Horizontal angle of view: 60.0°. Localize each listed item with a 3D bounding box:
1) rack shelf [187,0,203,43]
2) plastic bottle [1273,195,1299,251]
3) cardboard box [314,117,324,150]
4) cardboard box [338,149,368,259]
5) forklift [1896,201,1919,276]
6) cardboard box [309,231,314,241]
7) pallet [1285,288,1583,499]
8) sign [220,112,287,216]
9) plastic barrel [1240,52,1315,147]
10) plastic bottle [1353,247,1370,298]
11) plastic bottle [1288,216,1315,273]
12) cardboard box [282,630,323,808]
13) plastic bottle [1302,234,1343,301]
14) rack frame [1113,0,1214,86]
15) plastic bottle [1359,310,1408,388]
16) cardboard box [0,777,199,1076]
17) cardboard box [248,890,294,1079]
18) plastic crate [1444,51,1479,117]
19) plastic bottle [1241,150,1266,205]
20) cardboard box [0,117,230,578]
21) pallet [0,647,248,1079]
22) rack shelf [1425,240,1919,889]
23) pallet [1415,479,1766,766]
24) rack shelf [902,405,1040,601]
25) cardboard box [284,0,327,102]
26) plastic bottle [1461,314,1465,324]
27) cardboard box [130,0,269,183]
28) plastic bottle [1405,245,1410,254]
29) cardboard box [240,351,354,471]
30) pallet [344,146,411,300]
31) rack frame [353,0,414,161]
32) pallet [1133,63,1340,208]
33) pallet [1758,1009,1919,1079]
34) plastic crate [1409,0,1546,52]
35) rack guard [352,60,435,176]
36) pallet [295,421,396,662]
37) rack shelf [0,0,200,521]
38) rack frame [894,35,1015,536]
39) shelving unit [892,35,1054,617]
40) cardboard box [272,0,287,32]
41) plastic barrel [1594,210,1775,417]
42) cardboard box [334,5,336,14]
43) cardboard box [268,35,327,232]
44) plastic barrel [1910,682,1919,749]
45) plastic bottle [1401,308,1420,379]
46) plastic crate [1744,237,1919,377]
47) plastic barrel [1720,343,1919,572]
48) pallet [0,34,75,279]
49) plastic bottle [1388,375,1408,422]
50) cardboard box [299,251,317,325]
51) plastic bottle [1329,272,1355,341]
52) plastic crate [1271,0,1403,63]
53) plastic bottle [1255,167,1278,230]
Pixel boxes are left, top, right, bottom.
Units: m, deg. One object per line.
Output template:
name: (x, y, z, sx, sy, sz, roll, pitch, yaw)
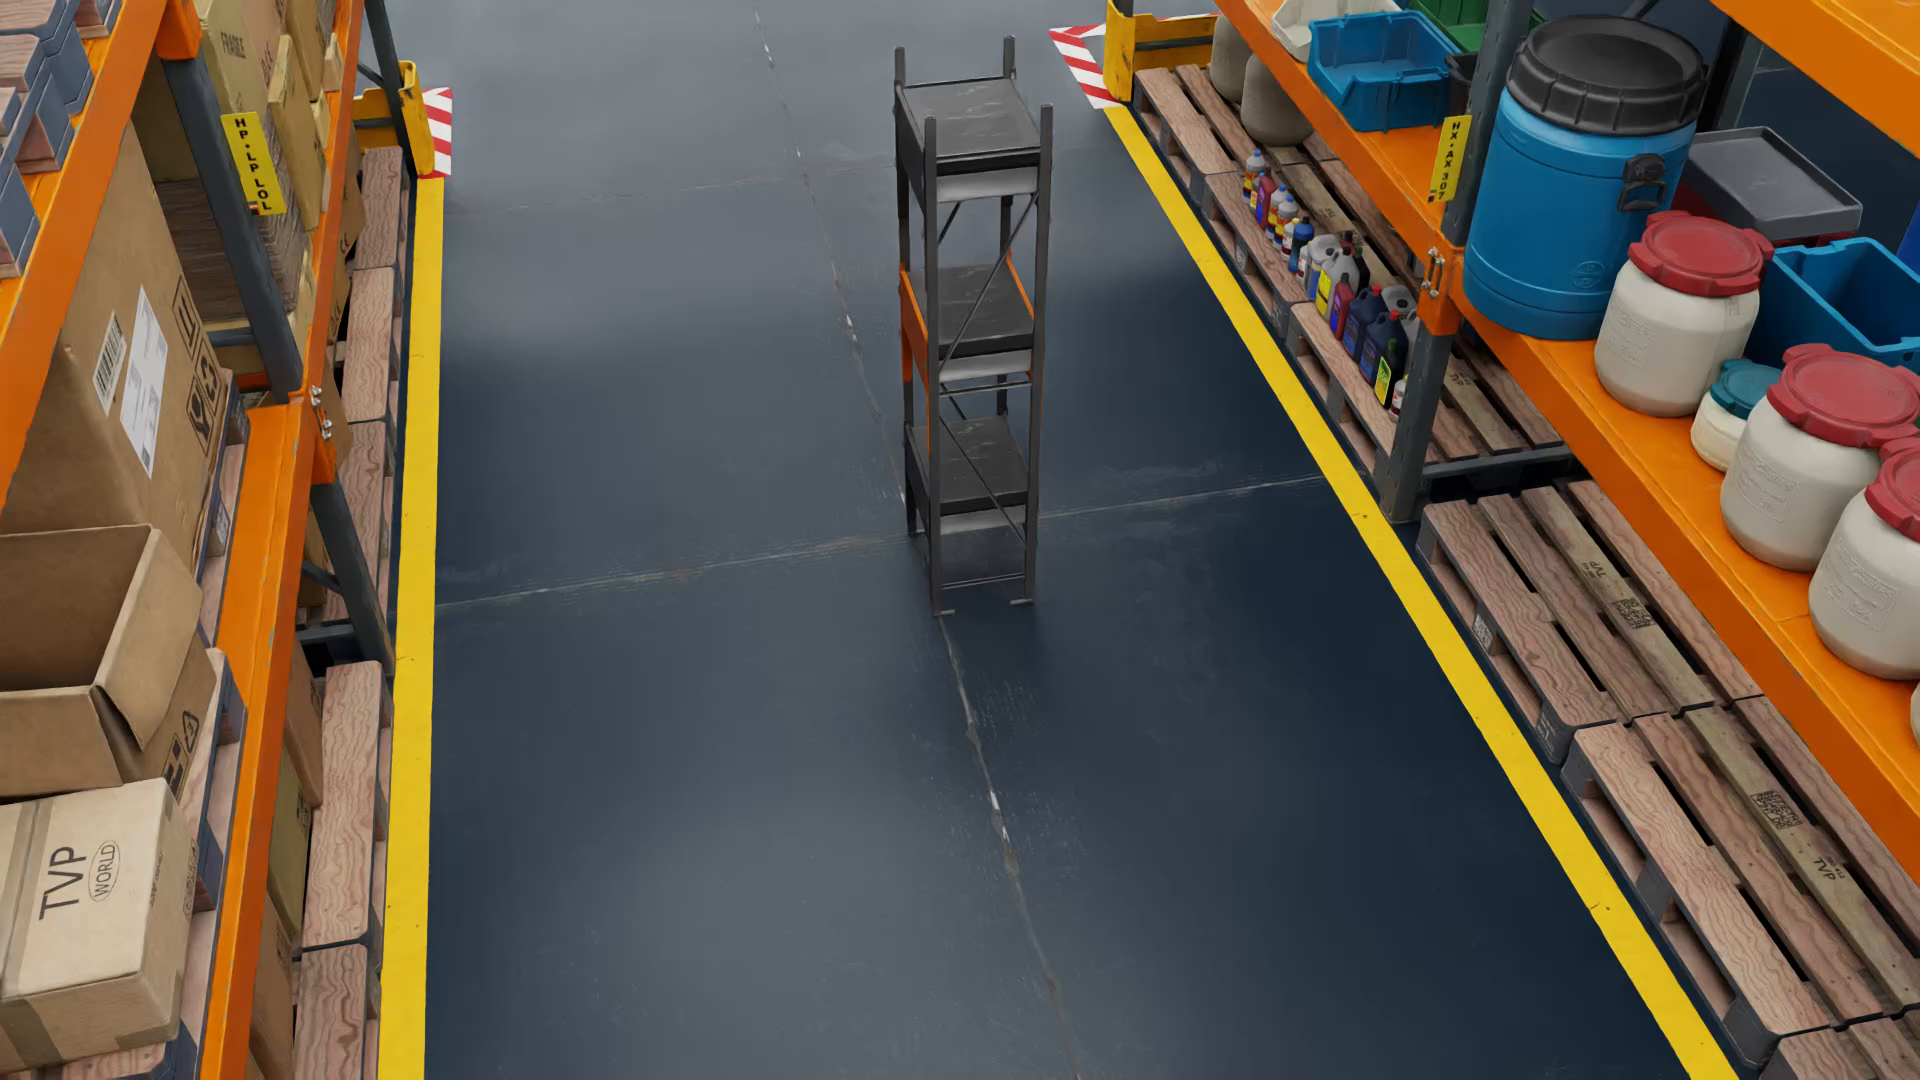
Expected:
rack shelf: (-3.031, -2.728, 5.846, 1.077, 0.370, 4.000, -8, 42, -9)
plastic bottle: (1.556, -1.519, 7.925, 0.097, 0.271, 0.097, 0, 42, 0)
cardboard box: (-2.646, -1.474, 6.341, 0.380, 0.149, 0.250, -8, 42, -9)
cardboard box: (-3.182, -1.604, 7.864, 0.500, 0.500, 0.500, 2, 42, 2)
forklift: (5.493, -1.592, 6.336, 3.031, 2.935, 1.130, -5, 42, -6)
cardboard box: (-2.537, -1.150, 5.976, 0.380, 0.149, 0.250, -8, 42, -9)
pallet: (2.133, -0.687, 7.365, 1.003, 0.211, 1.213, -8, 42, -9)
sign: (-2.058, -1.094, 4.851, 0.100, 0.325, 0.005, -8, 42, -9)
plastic barrel: (1.699, -2.368, 8.715, 0.421, 0.512, 0.421, 0, 42, 0)
plastic bottle: (1.800, -1.179, 7.533, 0.061, 0.283, 0.133, -8, 42, -9)
plastic bottle: (1.600, -1.388, 7.777, 0.097, 0.271, 0.097, 0, 42, 0)
cardboard box: (-2.488, 0.592, 5.375, 0.700, 0.500, 0.500, -11, 43, -13)
plastic bottle: (1.674, -1.251, 7.620, 0.152, 0.276, 0.135, -8, 42, -8)
rack frame: (1.374, -3.882, 8.863, 1.000, 3.000, 0.127, -8, 42, -9)
plastic bottle: (1.817, -0.839, 7.099, 0.144, 0.351, 0.185, -9, 42, -10)
cardboard box: (-1.873, 0.793, 3.393, 0.500, 0.250, 0.500, -9, 42, -10)
cardboard box: (-2.282, 1.267, 4.615, 0.700, 0.500, 0.500, -12, 43, -13)
plastic crate: (2.248, -1.623, 6.366, 0.767, 0.338, 0.504, -8, 42, -9)
plastic bottle: (1.461, -1.806, 8.249, 0.097, 0.271, 0.097, 0, 42, 0)
cardboard box: (-2.564, -0.425, 4.201, 1.000, 1.000, 1.000, -8, 42, -9)
pallet: (-2.203, 0.808, 3.724, 1.003, 0.211, 1.213, -8, 42, -9)
rack shelf: (2.669, 0.277, 4.721, 1.077, 0.370, 4.000, -8, 42, -9)
pallet: (2.444, 0.258, 6.301, 1.003, 0.211, 1.213, -8, 42, -9)
rack shelf: (0.036, -0.144, 6.406, 0.431, 0.518, 0.480, -8, 42, -9)
cardboard box: (-2.983, -1.997, 6.441, 0.875, 0.500, 0.500, -8, 42, -9)
plastic bottle: (2.319, -1.092, 7.445, 0.097, 0.271, 0.097, 0, 42, 0)
cardboard box: (-2.448, -1.430, 5.049, 0.500, 0.500, 0.500, -8, 42, -9)
plastic bottle: (2.187, -1.462, 7.914, 0.097, 0.201, 0.097, 0, 42, 0)
cardboard box: (-2.777, -0.436, 6.549, 0.500, 0.500, 0.500, 4, 42, 4)
pallet: (-3.305, -1.548, 8.335, 1.003, 0.211, 1.213, -8, 42, -9)
rack frame: (-3.463, -3.172, 8.064, 1.000, 3.000, 0.127, -8, 42, -9)
pallet: (1.606, -2.269, 9.147, 1.003, 0.211, 1.213, -8, 42, -9)
pallet: (2.971, 1.839, 4.519, 1.003, 0.211, 1.213, -8, 42, -9)
plastic crate: (2.220, -2.130, 7.050, 0.450, 0.188, 0.662, -8, 42, -9)
rack guard: (-3.446, -2.188, 8.838, 1.175, 0.500, 0.348, -8, 42, -9)
pallet: (-2.779, 0.033, 6.553, 1.003, 0.211, 1.213, -8, 42, -9)
rack shelf: (-2.167, -0.135, 2.925, 1.077, 0.370, 4.000, -8, 42, -9)
rack frame: (-0.017, -0.836, 6.110, 0.400, 2.100, 0.015, -8, 42, -9)
shelving unit: (0.036, -0.678, 5.932, 0.431, 2.100, 0.503, -8, 42, -9)
cardboard box: (-2.665, -2.078, 5.779, 0.500, 0.500, 0.500, -8, 42, -9)
plastic barrel: (2.229, -0.688, 5.163, 0.433, 0.535, 0.433, 0, 42, 0)
cardboard box: (-3.003, -2.442, 7.430, 0.380, 0.149, 0.250, -8, 42, -9)
cardboard box: (-2.709, -1.357, 5.720, 0.875, 0.500, 0.500, -8, 42, -9)
plastic barrel: (2.579, 0.353, 4.009, 0.421, 0.512, 0.421, 0, 42, 0)
plastic bottle: (1.957, -0.859, 7.123, 0.144, 0.351, 0.185, -8, 42, -9)
plastic crate: (2.779, -0.612, 5.192, 0.392, 0.384, 0.575, -8, 42, -9)
plastic barrel: (2.388, -0.212, 4.627, 0.433, 0.535, 0.433, 0, 42, 0)
pallet: (-2.343, -0.543, 2.985, 1.213, 0.211, 1.003, -8, 42, -9)
plastic bottle: (1.854, -0.597, 6.940, 0.097, 0.201, 0.097, 0, 42, 0)
cardboard box: (-2.393, -0.832, 5.616, 0.380, 0.149, 0.250, -8, 42, -9)
plastic bottle: (1.699, -1.038, 7.374, 0.061, 0.283, 0.133, -6, 42, -6)
plastic crate: (1.639, -2.206, 7.175, 0.530, 0.136, 0.437, -8, 42, -9)
plastic bottle: (1.492, -1.661, 8.076, 0.061, 0.283, 0.133, -8, 42, -9)
